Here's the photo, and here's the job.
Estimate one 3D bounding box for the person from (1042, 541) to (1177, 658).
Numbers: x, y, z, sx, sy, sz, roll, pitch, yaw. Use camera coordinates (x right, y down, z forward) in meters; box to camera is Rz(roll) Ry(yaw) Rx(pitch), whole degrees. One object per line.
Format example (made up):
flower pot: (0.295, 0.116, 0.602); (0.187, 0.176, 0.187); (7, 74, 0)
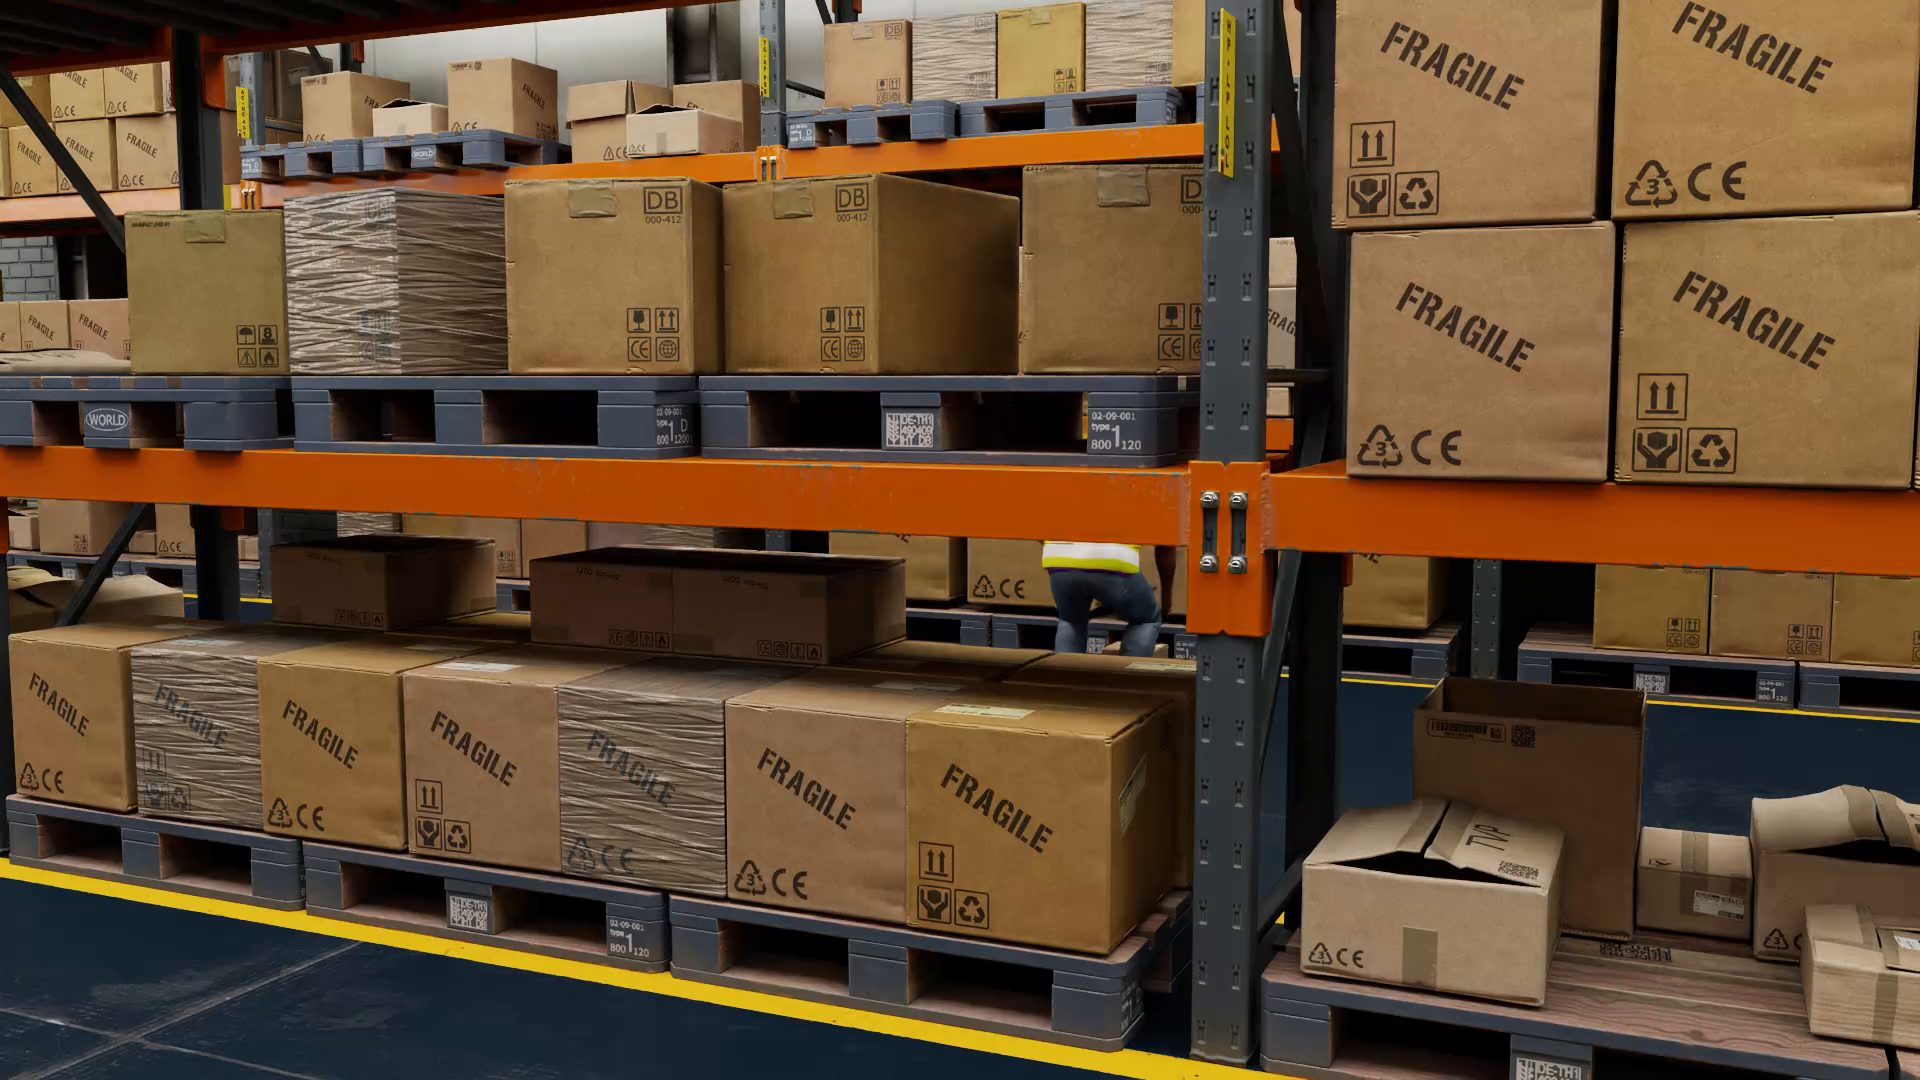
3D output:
person: (0.619, 0.131, 7.421); (0.629, 1.313, 0.805); (2, 6, 24)
